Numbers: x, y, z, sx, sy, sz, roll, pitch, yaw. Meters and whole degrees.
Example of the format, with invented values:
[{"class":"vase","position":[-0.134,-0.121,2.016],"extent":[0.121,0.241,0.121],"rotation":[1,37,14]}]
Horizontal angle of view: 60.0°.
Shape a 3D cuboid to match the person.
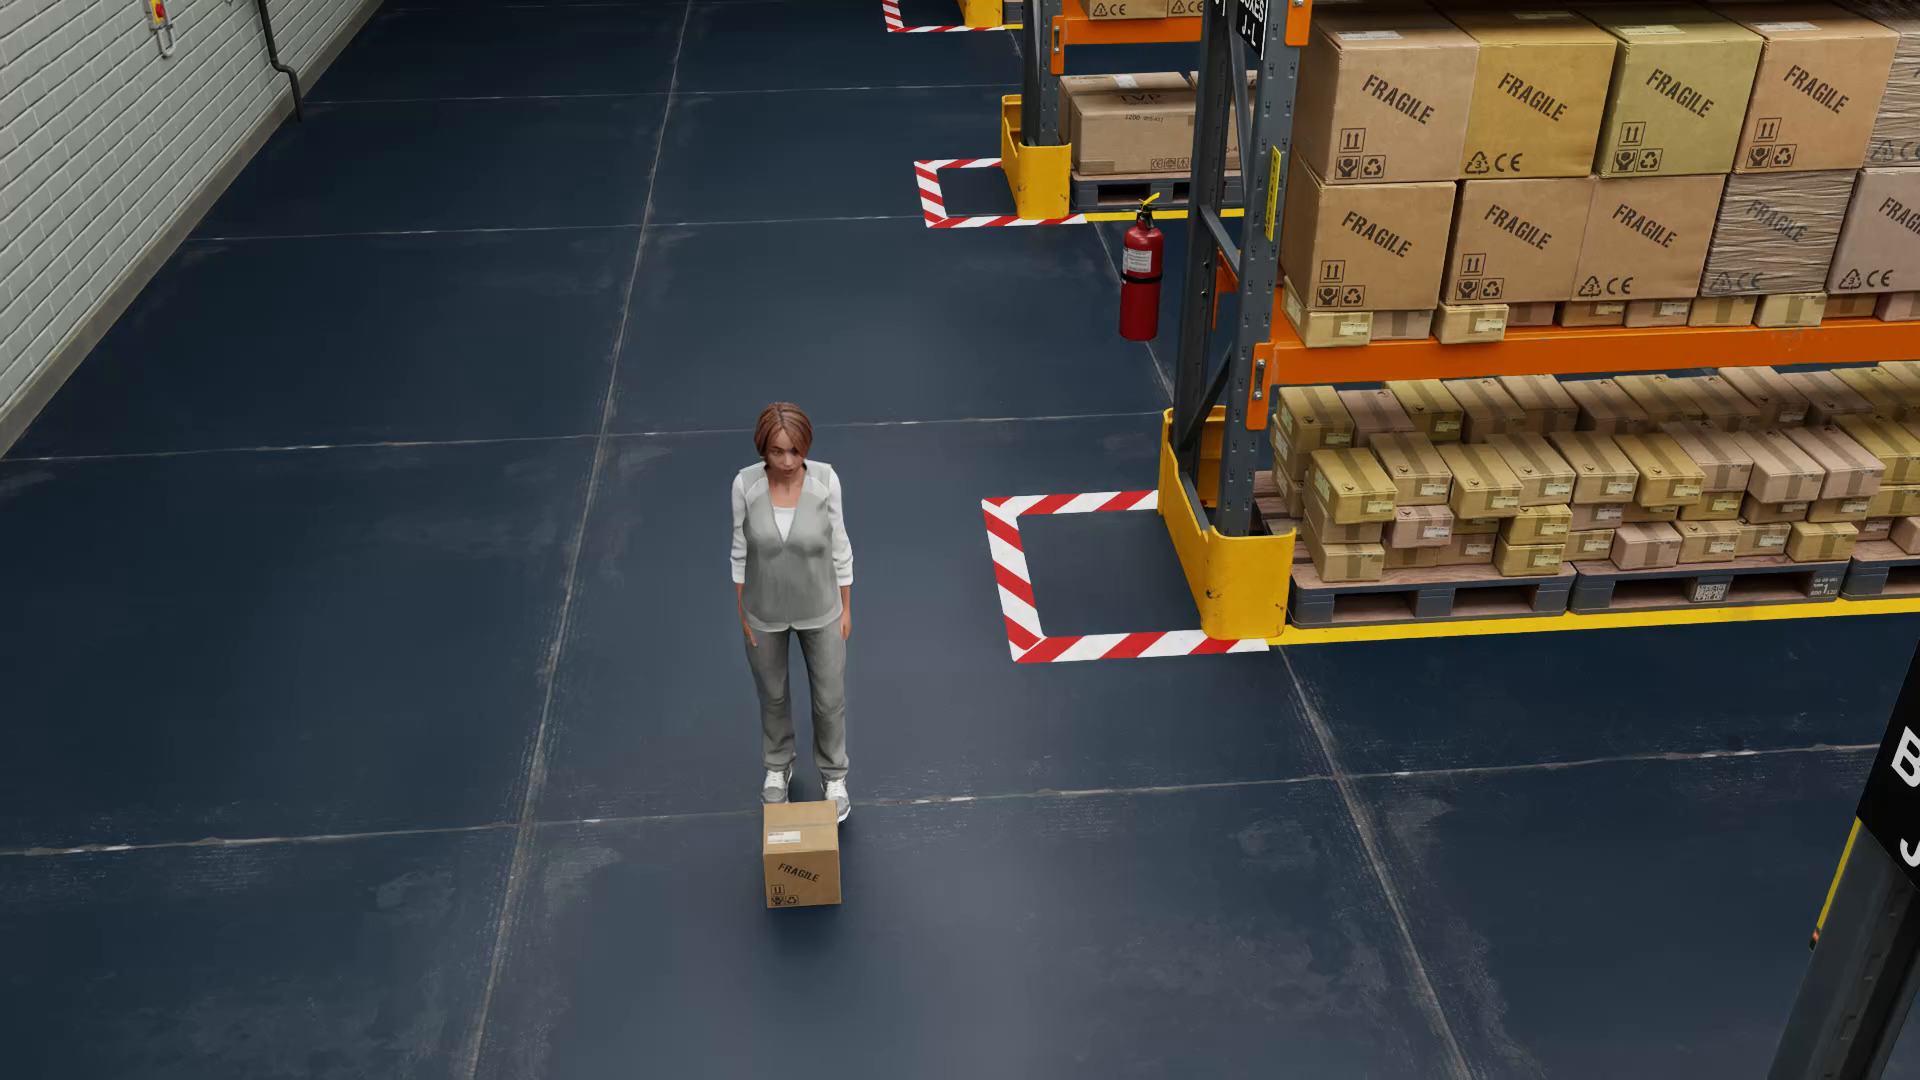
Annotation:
[{"class":"person","position":[-0.566,0.261,5.719],"extent":[0.413,1.601,0.370],"rotation":[-2,32,-4]}]
